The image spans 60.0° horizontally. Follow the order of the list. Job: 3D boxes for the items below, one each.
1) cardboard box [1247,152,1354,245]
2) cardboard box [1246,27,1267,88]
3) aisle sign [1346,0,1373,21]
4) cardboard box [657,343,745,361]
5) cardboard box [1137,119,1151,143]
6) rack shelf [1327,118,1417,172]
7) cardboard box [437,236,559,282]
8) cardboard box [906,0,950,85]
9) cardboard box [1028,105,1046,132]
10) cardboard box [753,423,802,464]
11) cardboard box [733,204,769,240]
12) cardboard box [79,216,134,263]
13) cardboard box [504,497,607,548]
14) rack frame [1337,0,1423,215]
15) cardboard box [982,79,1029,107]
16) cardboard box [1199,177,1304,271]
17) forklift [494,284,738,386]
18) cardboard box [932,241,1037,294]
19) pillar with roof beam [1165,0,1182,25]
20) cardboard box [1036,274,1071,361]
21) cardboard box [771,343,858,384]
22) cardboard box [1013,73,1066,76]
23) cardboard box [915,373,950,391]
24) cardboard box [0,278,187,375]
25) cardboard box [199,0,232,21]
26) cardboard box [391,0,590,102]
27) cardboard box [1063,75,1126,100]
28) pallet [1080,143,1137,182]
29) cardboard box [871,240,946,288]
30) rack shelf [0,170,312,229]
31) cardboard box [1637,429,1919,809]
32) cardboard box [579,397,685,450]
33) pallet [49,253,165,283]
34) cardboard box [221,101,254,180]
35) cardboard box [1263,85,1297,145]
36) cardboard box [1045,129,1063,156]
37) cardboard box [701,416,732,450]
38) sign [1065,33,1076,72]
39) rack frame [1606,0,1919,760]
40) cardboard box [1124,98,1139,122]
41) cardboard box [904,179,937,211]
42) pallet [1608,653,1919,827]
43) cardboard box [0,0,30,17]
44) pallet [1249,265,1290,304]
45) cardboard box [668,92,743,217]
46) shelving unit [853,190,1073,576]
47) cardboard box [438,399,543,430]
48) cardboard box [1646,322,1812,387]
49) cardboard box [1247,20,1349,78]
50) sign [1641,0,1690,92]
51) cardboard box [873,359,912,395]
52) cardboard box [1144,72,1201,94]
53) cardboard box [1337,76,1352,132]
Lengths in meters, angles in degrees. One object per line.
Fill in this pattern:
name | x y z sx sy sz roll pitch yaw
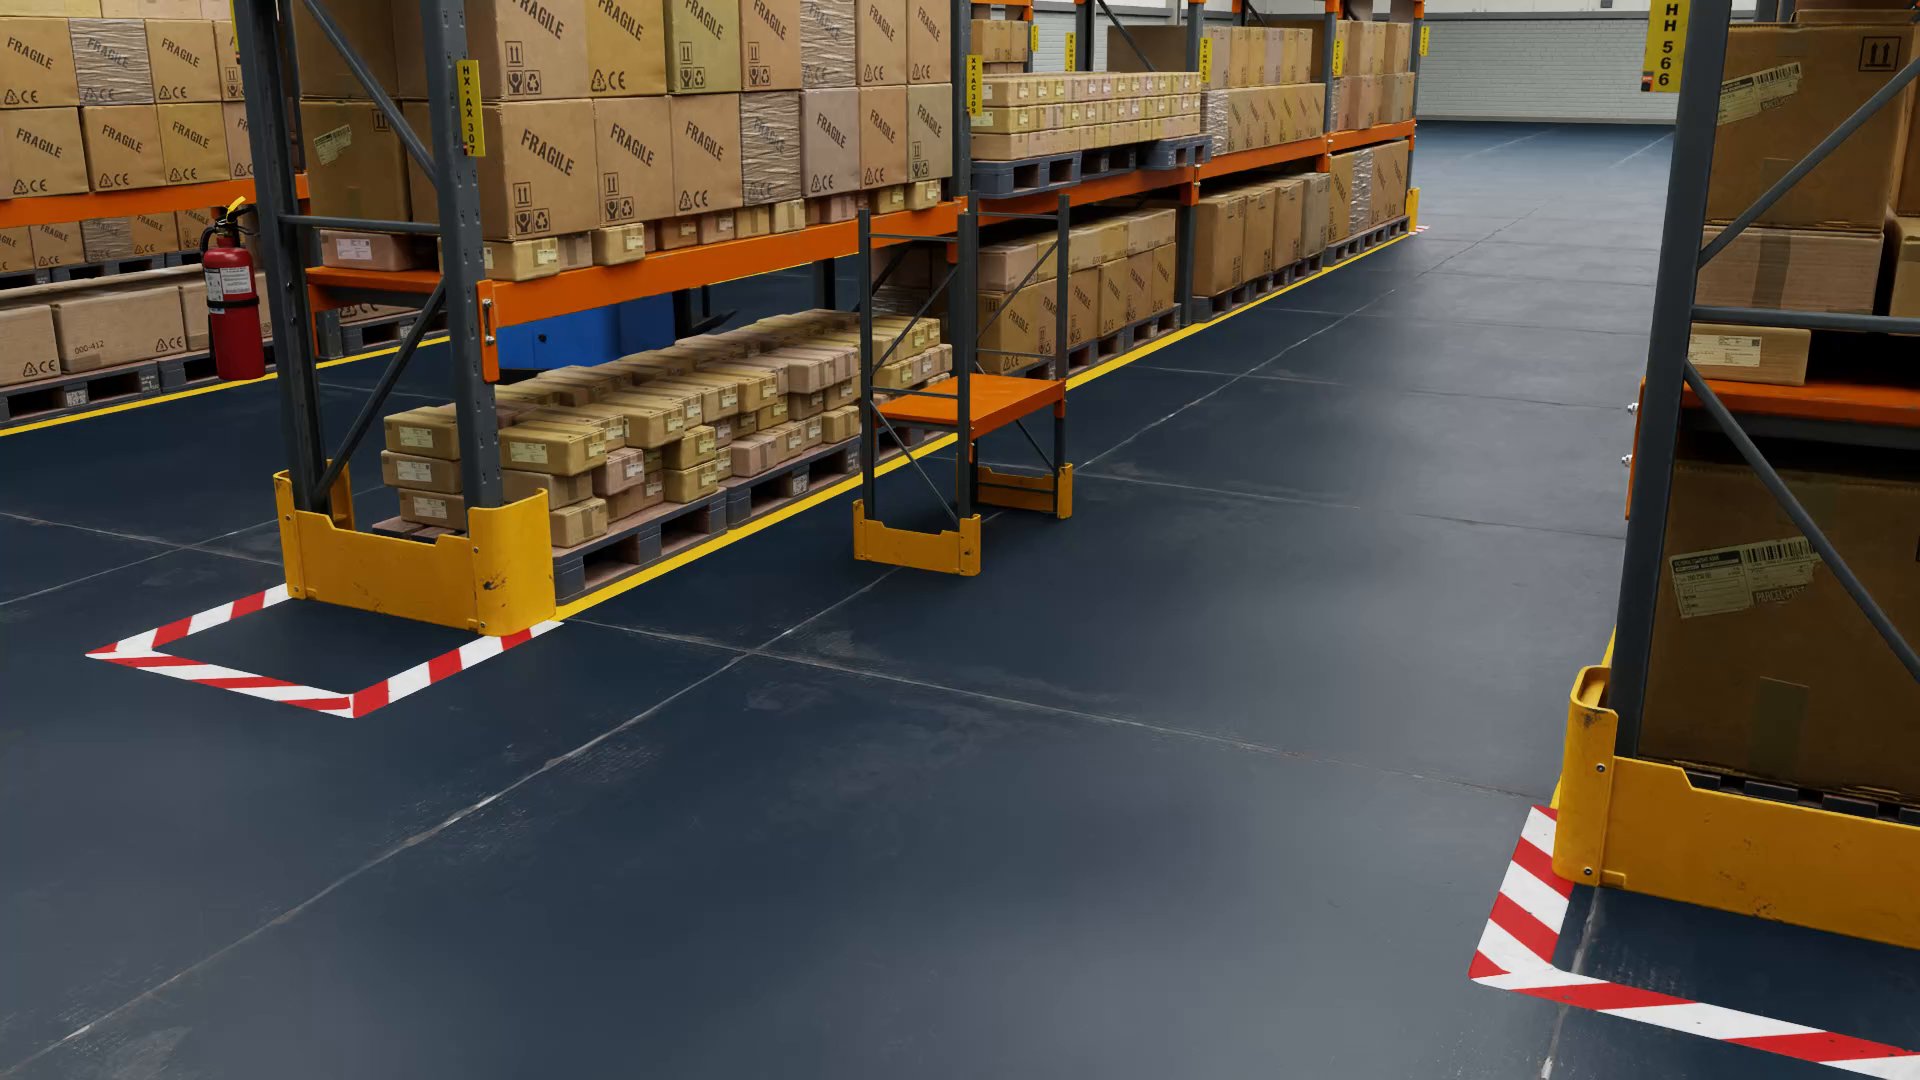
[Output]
cardboard box | 3.506 -3.554 17.216 0.875 0.875 0.875 8 19 26
cardboard box | 2.265 -4.232 14.572 0.700 0.500 0.500 8 18 25
aisle sign | 4.713 -6.541 19.714 0.394 0.787 0.004 8 18 25
cardboard box | -1.327 -0.904 8.524 0.380 0.149 0.250 7 18 23
cardboard box | 1.106 -2.838 11.513 0.380 0.149 0.250 7 18 23
rack shelf | 4.056 -4.385 18.282 1.077 0.370 4.000 8 18 25
cardboard box | -1.761 -1.084 6.346 0.380 0.149 0.250 8 18 25
cardboard box | -0.380 -2.698 8.886 0.500 0.500 0.500 7 18 23
cardboard box | 0.290 -2.514 9.901 0.380 0.149 0.250 8 18 24
cardboard box | -1.000 -0.487 8.164 0.380 0.149 0.250 8 18 25
cardboard box | -1.110 -1.488 7.706 0.380 0.149 0.250 9 19 27
cardboard box | -8.217 -2.909 15.704 0.500 0.500 0.500 7 18 23
cardboard box | -1.679 -0.091 6.831 0.380 0.149 0.250 9 19 26
rack frame | 4.950 -5.239 19.895 1.000 3.000 0.127 8 18 25
cardboard box | 0.175 -2.590 9.636 0.380 0.149 0.250 9 19 28
cardboard box | 2.531 -2.928 15.328 1.050 0.750 0.750 8 18 25
forklift | -2.269 -2.541 10.932 1.130 2.935 3.031 3 17 9
cardboard box | 0.155 -1.699 10.313 0.500 0.250 0.500 7 18 23
pillar with roof beam | 9.492 -14.852 41.724 9.100 9.000 0.400 8 18 25
cardboard box | 0.390 -1.475 10.874 0.500 0.500 0.500 9 19 28
cardboard box | -0.746 -0.907 8.535 0.380 0.149 0.250 7 18 23
cardboard box | 0.526 -3.207 11.712 0.380 0.149 0.250 9 19 28
cardboard box | -0.282 -0.874 9.467 0.380 0.149 0.250 8 18 26
cardboard box | -5.662 -1.385 10.682 0.875 0.438 0.875 8 18 24
cardboard box | -4.953 -3.452 10.808 0.380 0.149 0.250 9 19 27
cardboard box | -1.761 -1.914 6.245 0.500 0.500 0.500 8 18 25
cardboard box | 0.870 -2.989 10.978 0.380 0.149 0.250 9 19 27
pallet | 0.527 -2.600 11.346 1.003 0.211 1.213 8 18 25
cardboard box | -0.305 -1.767 10.540 0.500 0.250 0.500 8 18 24
rack shelf | -5.779 -1.932 10.024 1.077 0.370 4.000 8 18 25
cardboard box | 2.407 0.137 4.788 0.875 0.875 0.875 8 18 25
cardboard box | -1.419 -0.507 7.187 0.380 0.149 0.250 8 18 25
pallet | -8.454 -2.604 15.921 1.003 0.211 1.213 8 18 25
cardboard box | -4.864 -2.684 11.116 0.500 0.500 0.500 8 18 26
cardboard box | 2.717 -3.844 15.021 0.500 0.500 0.500 8 18 26
cardboard box | 0.409 -2.440 10.173 0.380 0.149 0.250 8 18 26
cardboard box | -1.287 -0.509 7.717 0.380 0.149 0.250 7 18 23
sign | 0.877 -3.826 13.104 0.100 0.325 0.005 8 18 25
rack frame | 2.193 -0.507 3.962 1.000 3.000 0.127 8 18 25
cardboard box | 0.987 -2.912 11.242 0.380 0.149 0.250 9 19 27
cardboard box | -0.348 -1.880 9.026 0.380 0.149 0.250 8 18 24
pallet | 2.480 0.617 5.078 1.003 0.211 1.213 8 18 25
cardboard box | -5.536 -3.051 9.456 0.380 0.149 0.250 8 18 24
pallet | 2.341 -2.365 15.117 1.003 0.211 1.213 8 18 25
cardboard box | -1.305 -1.696 7.268 0.500 0.500 0.500 8 18 26
shelving unit | 0.034 -0.738 7.376 0.587 1.500 1.083 8 18 25
cardboard box | -2.026 -0.507 7.188 0.380 0.149 0.250 8 19 26
cardboard box | 2.057 -0.519 4.444 0.380 0.149 0.250 8 19 26
cardboard box | 3.358 -4.899 16.591 0.875 0.550 0.550 8 18 25
sign | 1.713 -1.248 4.008 0.100 0.325 0.005 8 18 25
cardboard box | -0.482 -0.898 9.026 0.380 0.149 0.250 7 18 23
cardboard box | 1.566 -3.384 12.308 0.380 0.149 0.250 7 18 23
cardboard box | 3.542 -4.530 17.246 0.875 0.550 0.550 8 18 25
